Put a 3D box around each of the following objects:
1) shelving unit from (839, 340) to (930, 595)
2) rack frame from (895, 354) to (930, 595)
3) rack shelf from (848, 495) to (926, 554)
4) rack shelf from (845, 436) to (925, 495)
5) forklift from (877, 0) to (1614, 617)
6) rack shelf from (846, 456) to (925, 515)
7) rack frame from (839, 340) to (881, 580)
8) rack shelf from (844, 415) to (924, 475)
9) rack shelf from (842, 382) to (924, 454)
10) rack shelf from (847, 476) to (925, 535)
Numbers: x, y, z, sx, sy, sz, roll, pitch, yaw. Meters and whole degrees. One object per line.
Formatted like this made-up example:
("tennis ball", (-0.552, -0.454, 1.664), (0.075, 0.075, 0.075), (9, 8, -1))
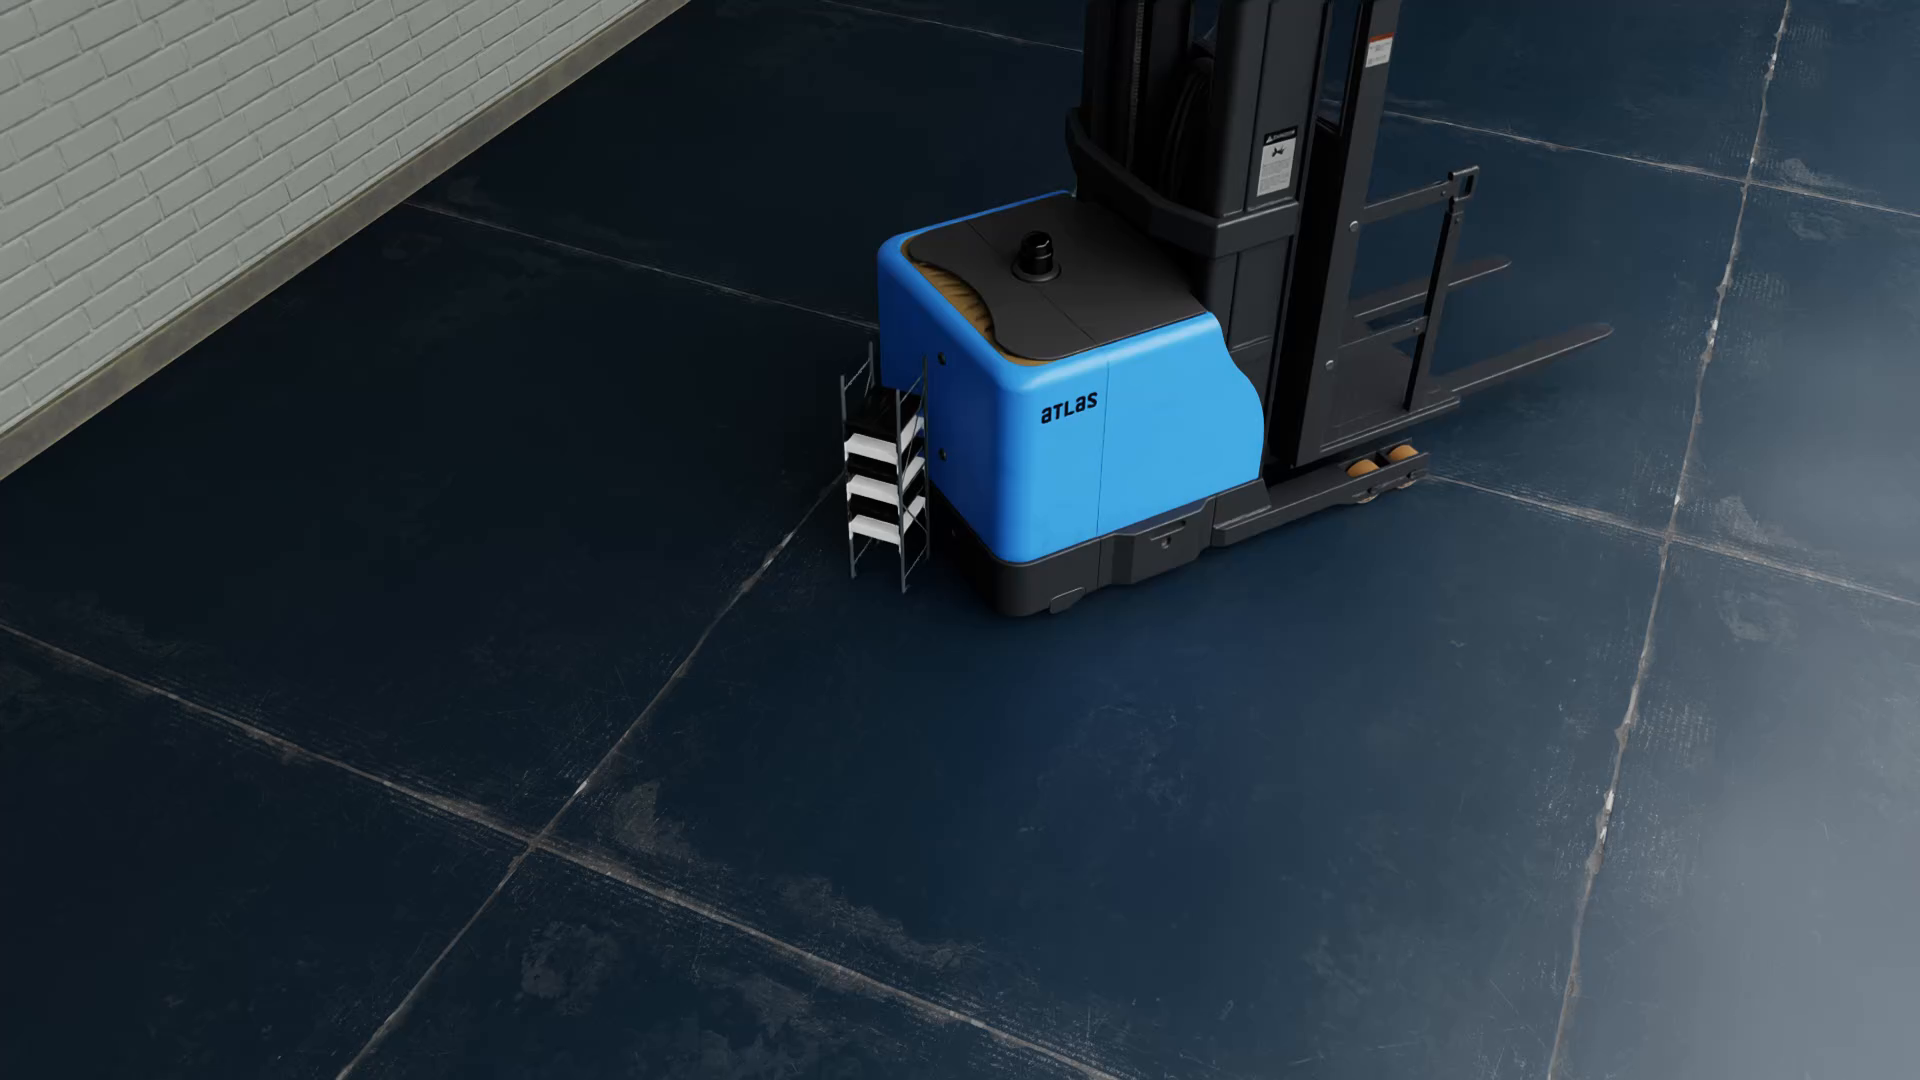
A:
("shelving unit", (-0.255, -0.241, 5.841), (0.210, 0.900, 0.258), (16, 43, 17))
("rack frame", (-0.161, -0.214, 5.810), (0.006, 0.900, 0.240), (16, 43, 17))
("rack shelf", (-0.255, -0.079, 5.980), (0.200, 0.077, 0.258), (16, 43, 17))
("rack shelf", (-0.255, -0.284, 5.804), (0.200, 0.077, 0.258), (16, 43, 17))
("forklift", (1.236, -1.534, 5.782), (3.031, 2.935, 1.130), (-20, 45, -21))
("rack shelf", (-0.255, -0.216, 5.862), (0.200, 0.077, 0.258), (16, 43, 17))
("rack frame", (-0.348, -0.267, 5.871), (0.006, 0.900, 0.240), (16, 43, 17))
("rack shelf", (-0.255, -0.352, 5.745), (0.200, 0.077, 0.258), (16, 43, 17))
("rack shelf", (-0.255, -0.420, 5.686), (0.200, 0.077, 0.258), (16, 43, 17))
("rack shelf", (-0.255, -0.148, 5.921), (0.200, 0.077, 0.258), (16, 43, 17))
